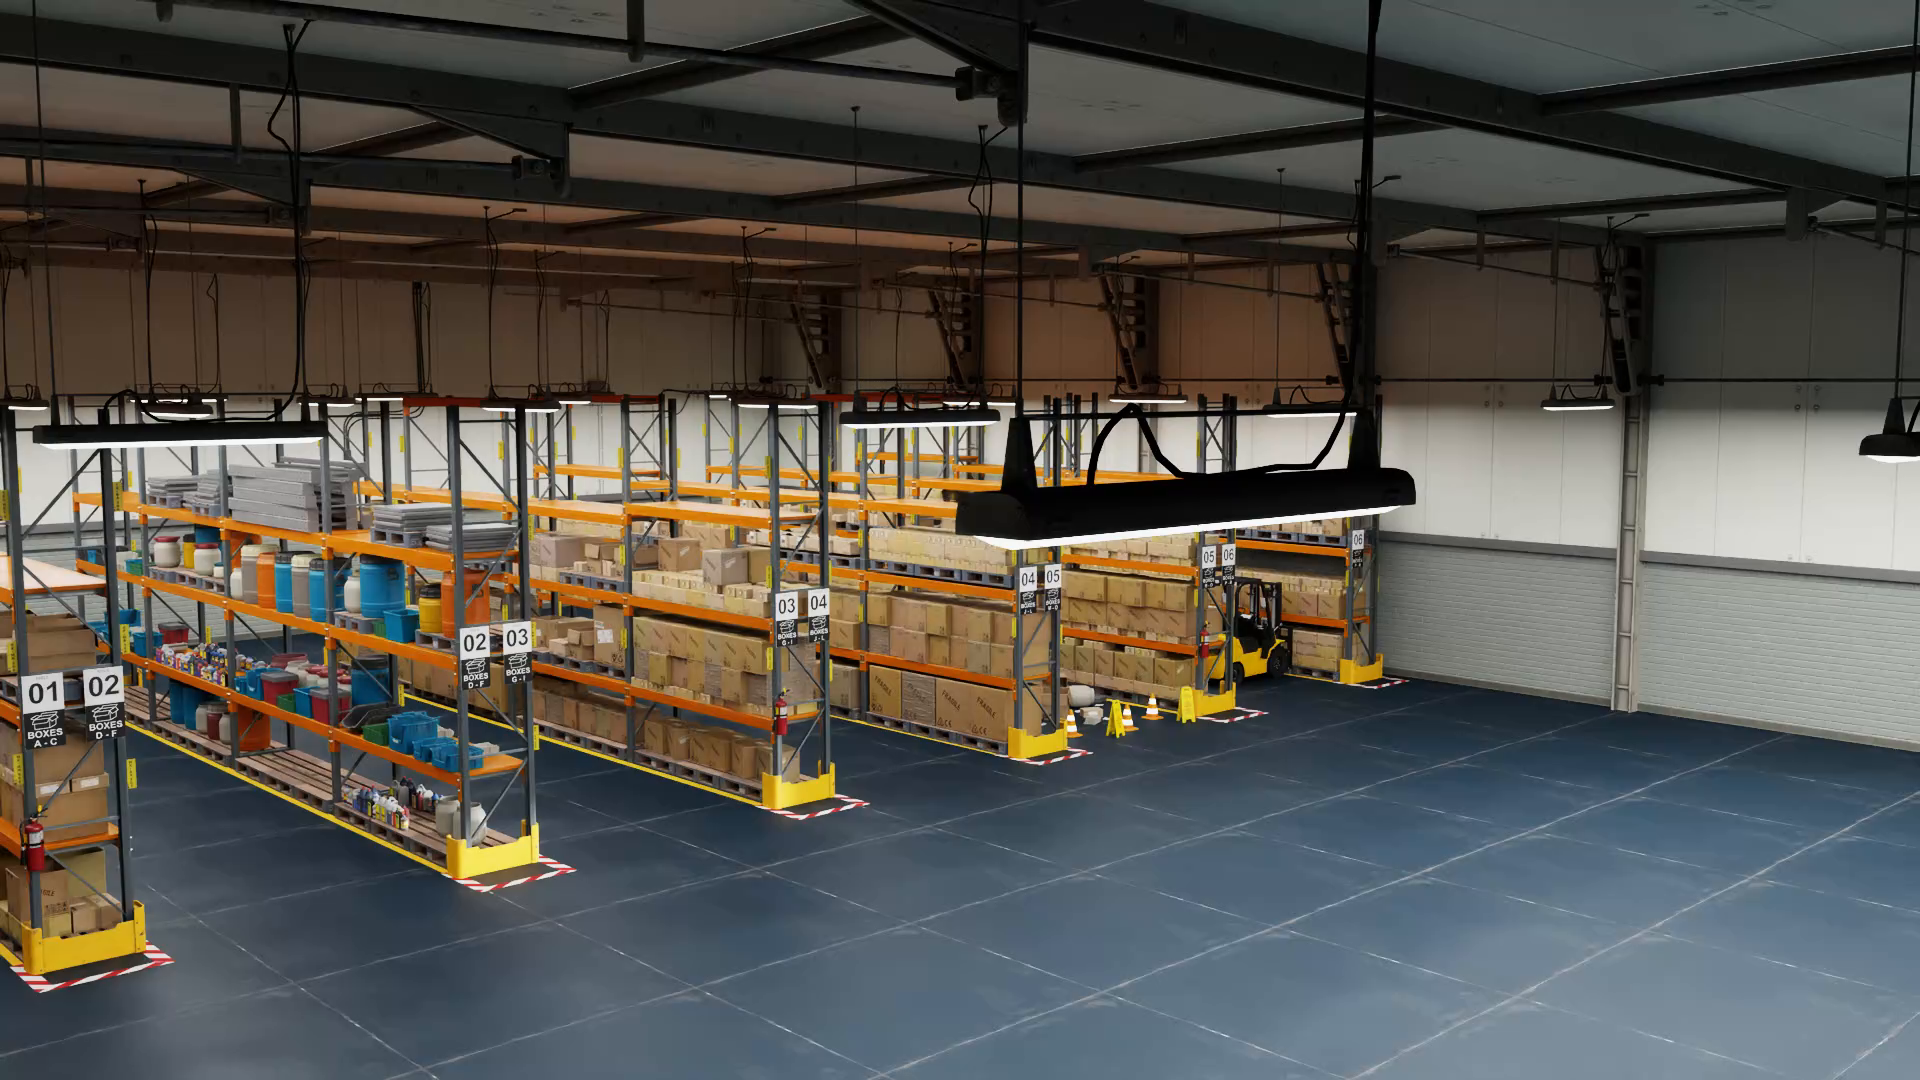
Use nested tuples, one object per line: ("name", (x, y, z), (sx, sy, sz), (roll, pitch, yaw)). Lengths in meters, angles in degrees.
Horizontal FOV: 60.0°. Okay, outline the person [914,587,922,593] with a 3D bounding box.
("person", (-0.855, 1.801, 35.328), (0.533, 1.647, 0.502), (-1, 6, -10))
